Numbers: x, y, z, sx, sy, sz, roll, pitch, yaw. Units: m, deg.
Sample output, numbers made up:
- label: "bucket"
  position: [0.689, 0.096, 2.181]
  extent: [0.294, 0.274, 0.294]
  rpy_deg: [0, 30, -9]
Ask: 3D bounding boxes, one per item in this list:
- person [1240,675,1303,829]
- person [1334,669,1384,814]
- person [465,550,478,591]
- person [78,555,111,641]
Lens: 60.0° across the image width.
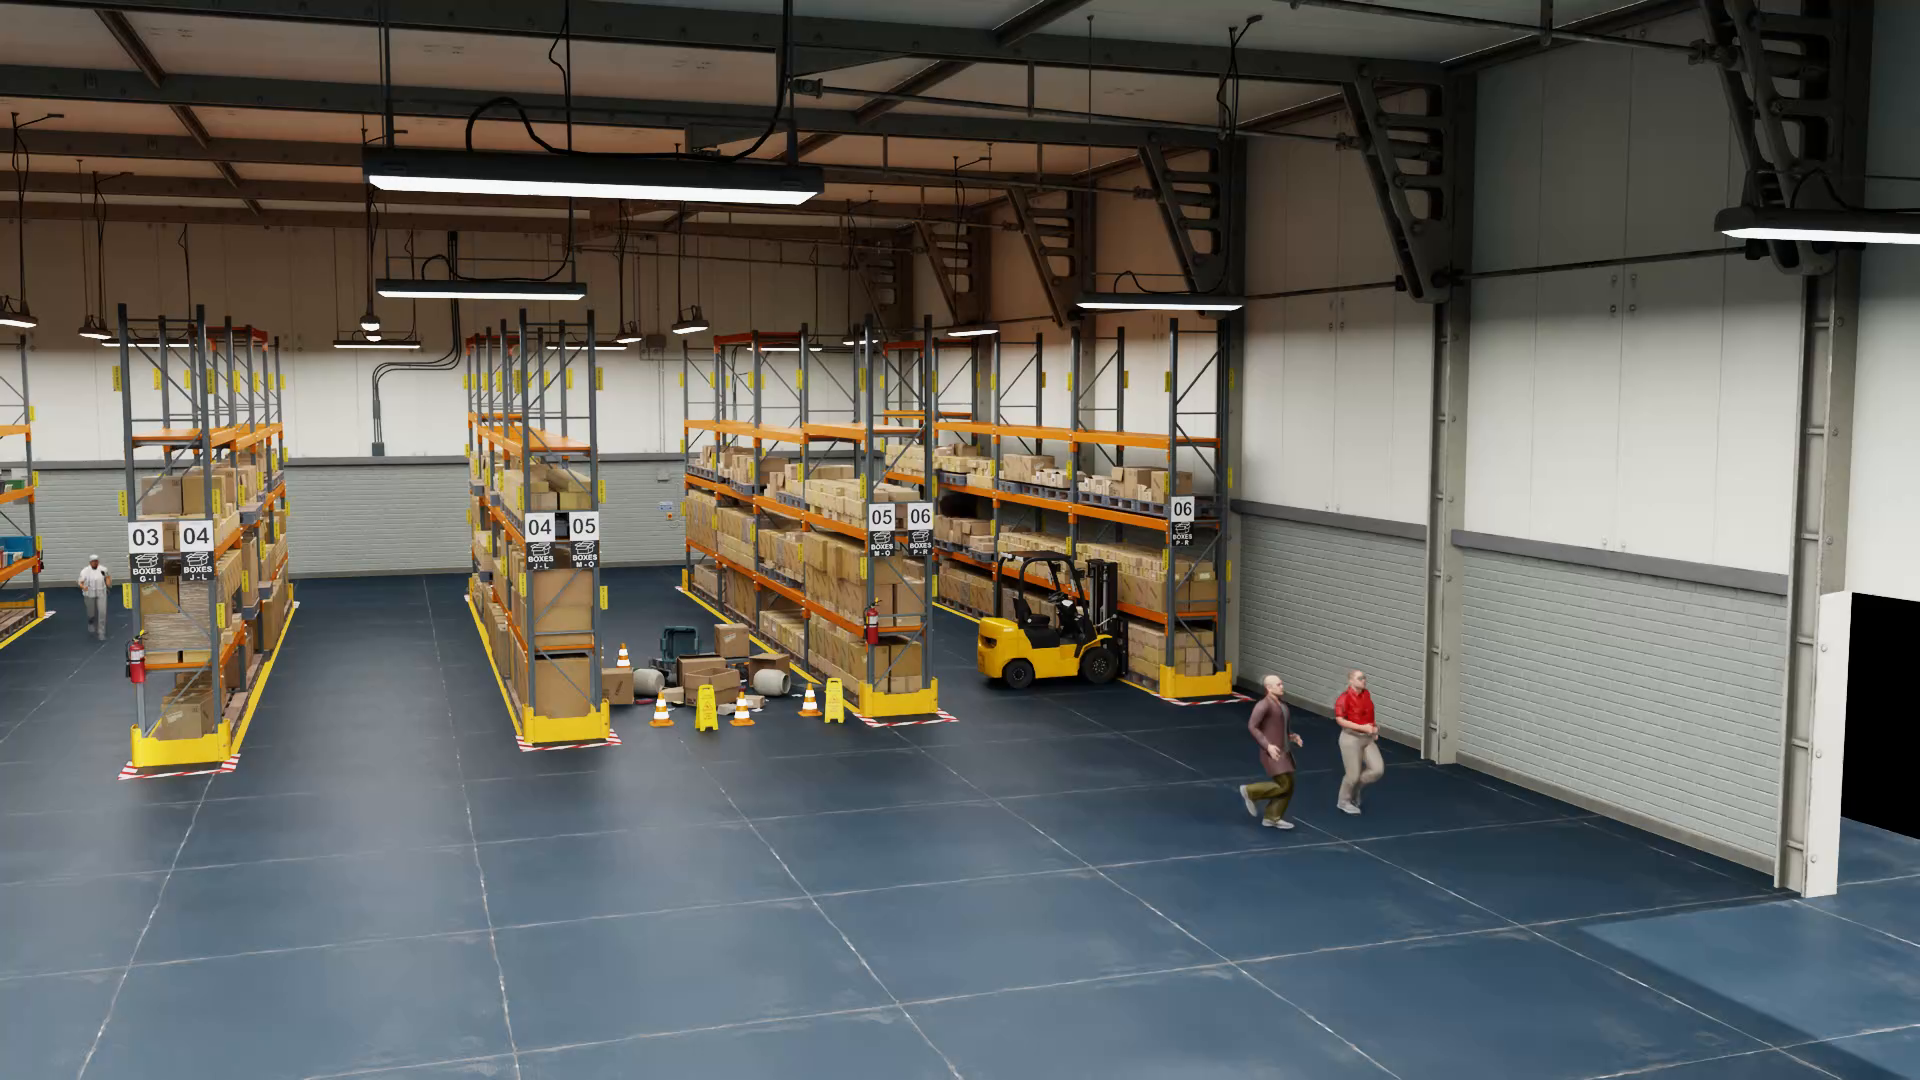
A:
- label: "person"
  position: [3.503, 2.373, 18.686]
  extent: [0.640, 1.727, 0.707]
  rpy_deg: [4, 7, 34]
- label: "person"
  position: [4.642, 2.337, 19.237]
  extent: [0.652, 1.687, 0.602]
  rpy_deg: [-4, 7, -33]
- label: "person"
  position: [-11.515, 0.472, 39.631]
  extent: [0.727, 1.549, 0.655]
  rpy_deg: [0, 5, -5]
- label: "person"
  position: [-16.944, 1.102, 32.590]
  extent: [0.593, 1.664, 0.867]
  rpy_deg: [-3, 6, -33]
